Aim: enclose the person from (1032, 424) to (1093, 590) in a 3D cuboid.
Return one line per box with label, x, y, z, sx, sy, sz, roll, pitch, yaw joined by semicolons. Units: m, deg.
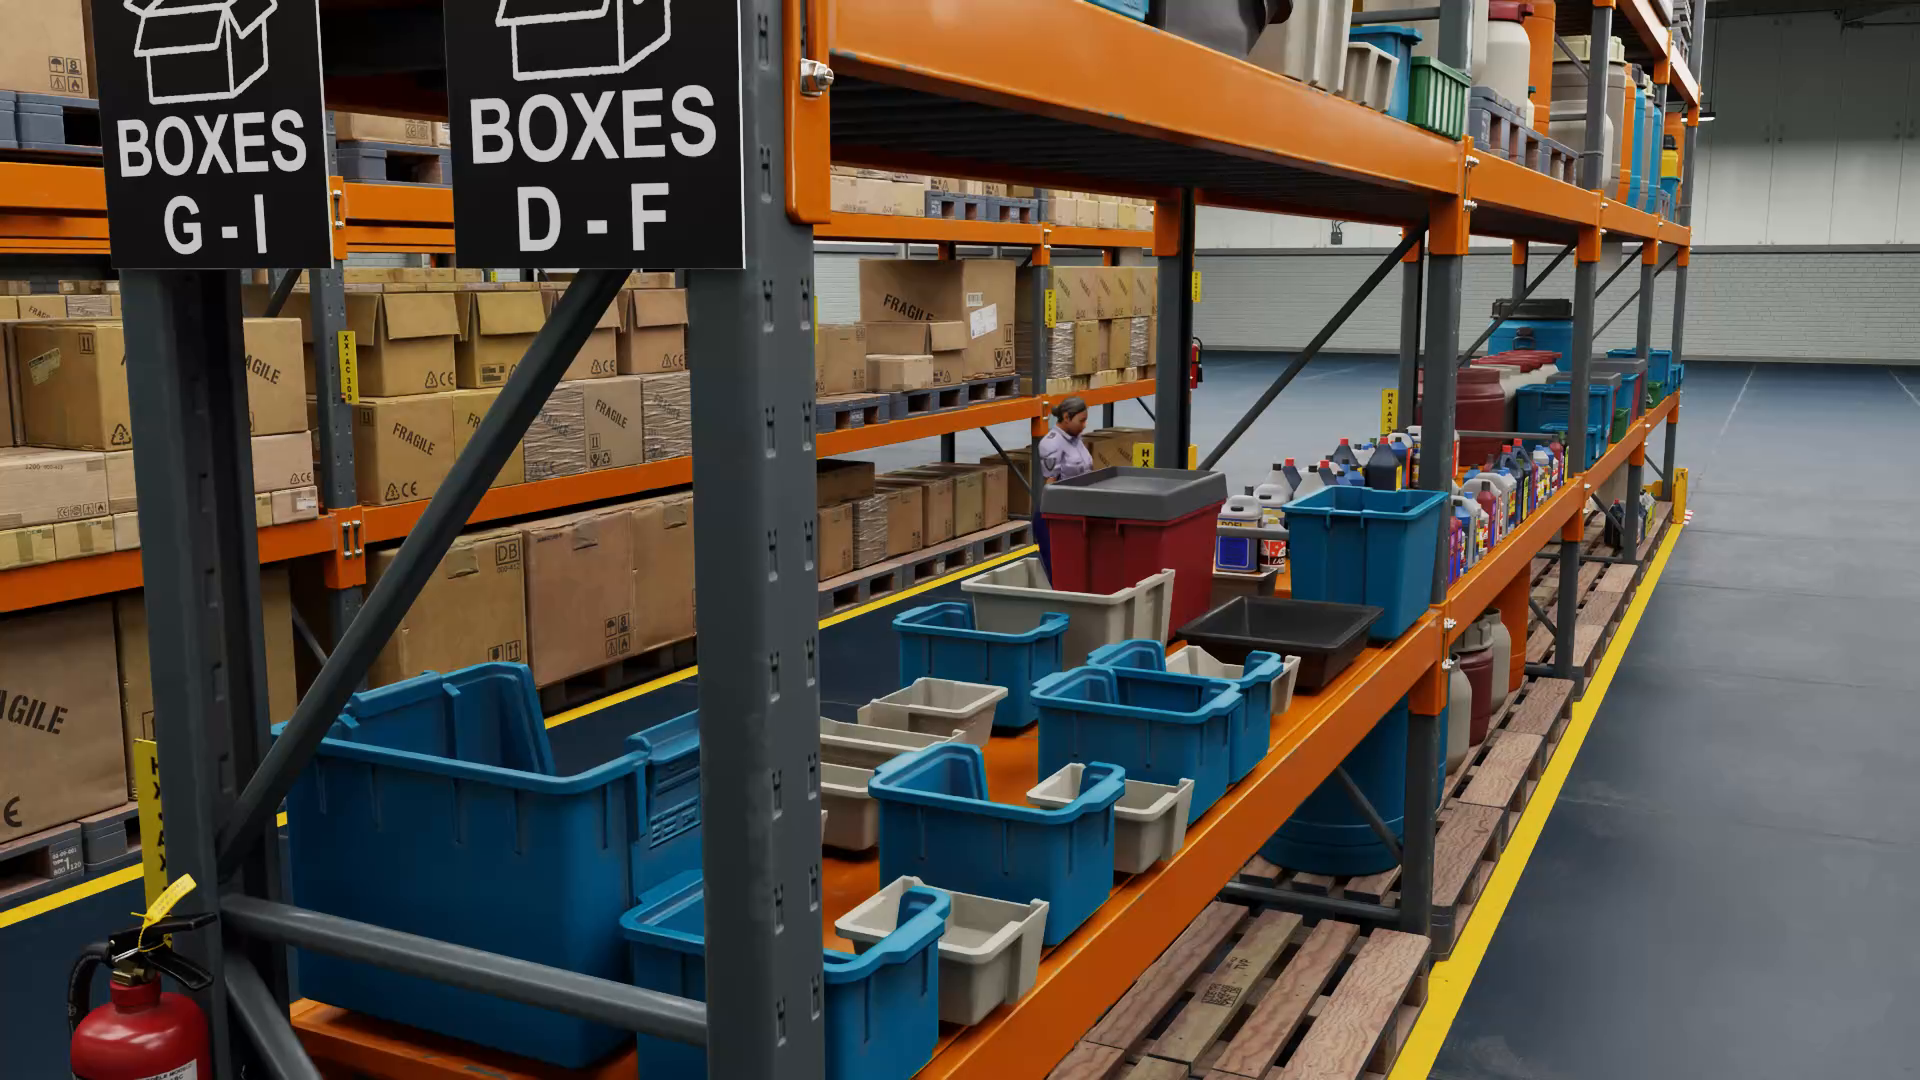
person;0.672;-0.014;10.638;0.337;1.457;0.473;5;10;27
